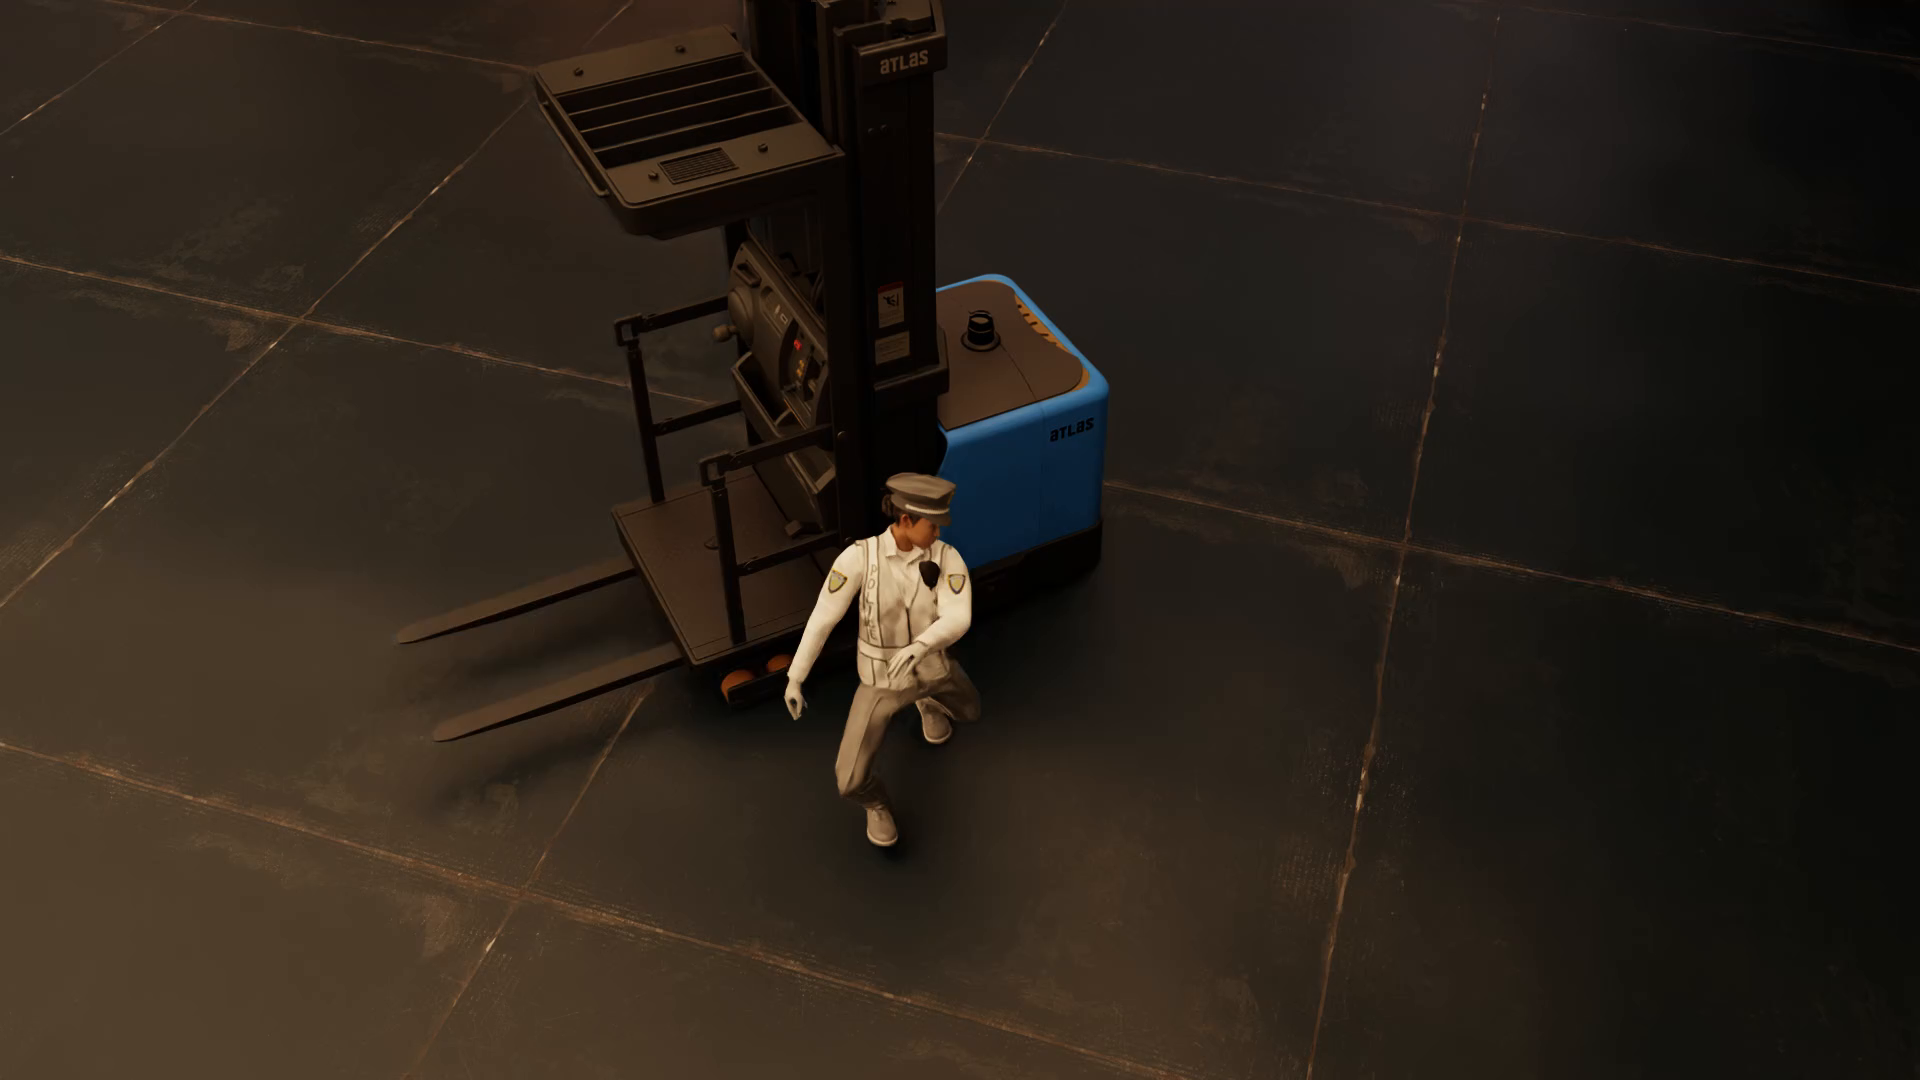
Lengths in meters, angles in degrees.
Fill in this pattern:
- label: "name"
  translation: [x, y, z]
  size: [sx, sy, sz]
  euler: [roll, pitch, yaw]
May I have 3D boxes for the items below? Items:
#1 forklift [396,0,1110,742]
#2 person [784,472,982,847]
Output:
- label: "forklift"
  translation: [-0.904, -0.776, 6.523]
  size: [3.031, 2.935, 1.130]
  euler: [-19, 46, -19]
- label: "person"
  translation: [-0.280, 0.479, 6.185]
  size: [0.800, 1.488, 0.804]
  euler: [-17, 46, -17]
